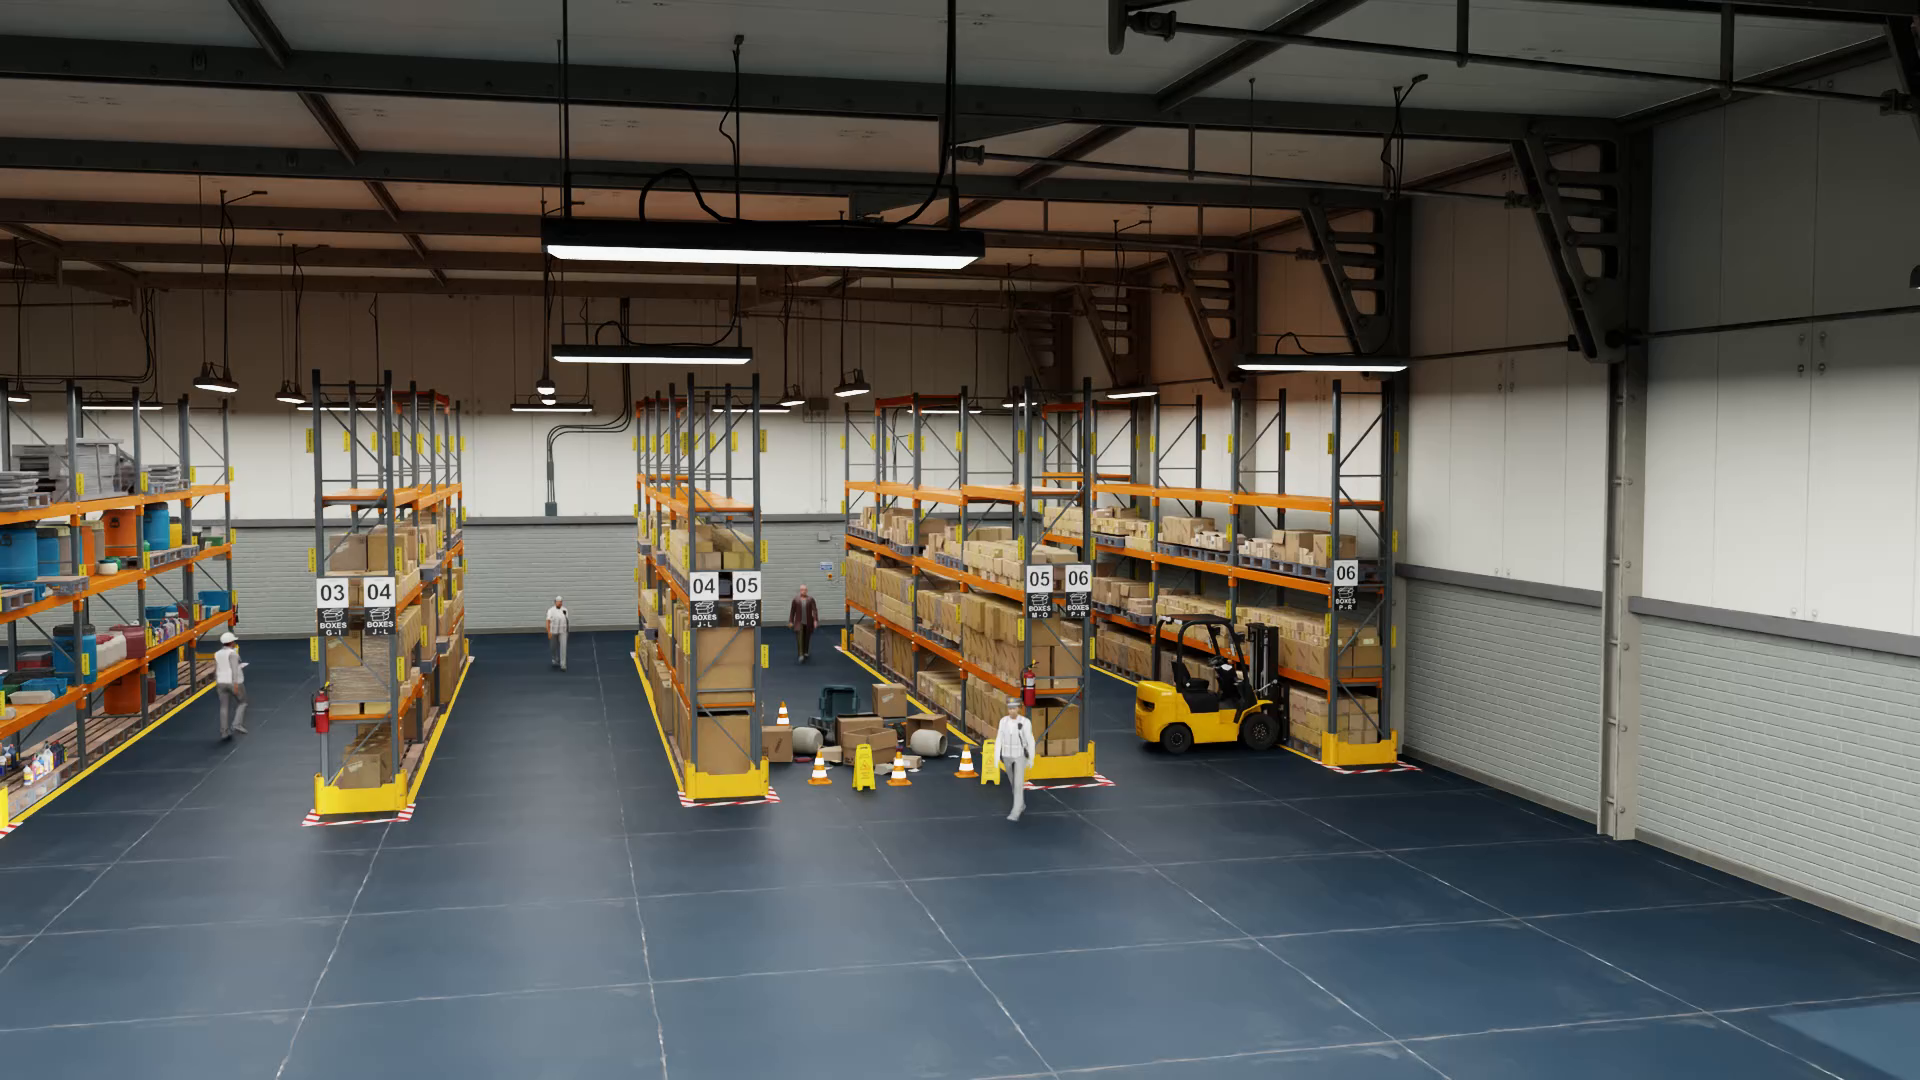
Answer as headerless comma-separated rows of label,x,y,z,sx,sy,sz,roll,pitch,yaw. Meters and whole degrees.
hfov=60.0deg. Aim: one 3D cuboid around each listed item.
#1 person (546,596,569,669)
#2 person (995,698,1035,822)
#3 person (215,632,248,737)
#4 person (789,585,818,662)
person,-8.957,2.051,37.010,0.493,1.601,1.041,-1,3,-16
person,0.716,2.895,22.146,0.515,1.616,1.032,2,4,29
person,-12.517,2.468,28.450,0.541,1.763,0.541,0,3,0
person,-3.604,1.946,38.346,0.658,1.623,1.129,-1,3,-10
